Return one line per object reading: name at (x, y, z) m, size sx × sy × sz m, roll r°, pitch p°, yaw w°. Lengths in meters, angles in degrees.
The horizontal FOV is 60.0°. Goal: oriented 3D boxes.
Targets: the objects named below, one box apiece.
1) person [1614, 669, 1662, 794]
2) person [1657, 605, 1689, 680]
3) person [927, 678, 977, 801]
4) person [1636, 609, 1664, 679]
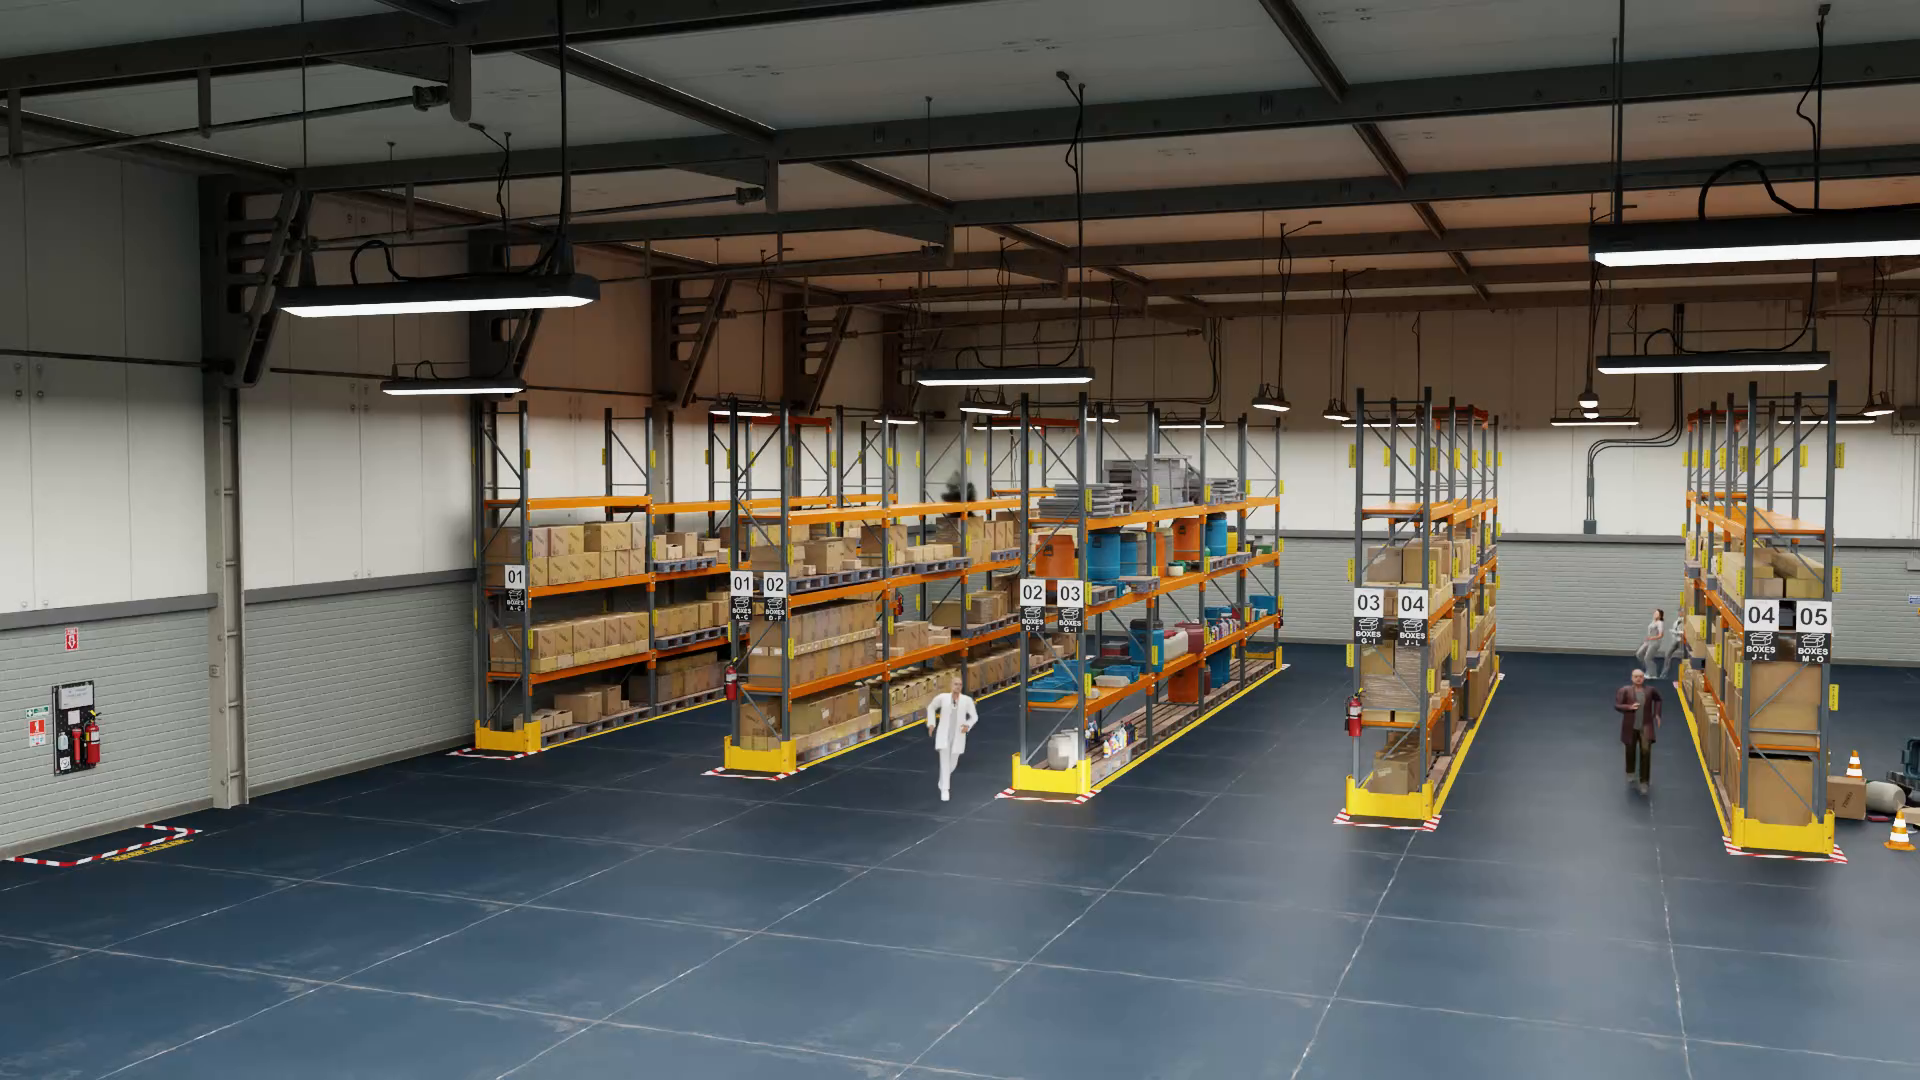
person at (10.280, 2.875, 25.231) m, size 0.679 × 1.838 × 0.860 m, roll 1°, pitch 3°, yaw 20°
person at (16.299, 2.330, 37.595) m, size 0.842 × 1.727 × 0.618 m, roll 0°, pitch 3°, yaw -6°
person at (-0.111, 2.934, 24.734) m, size 0.751 × 1.765 × 0.876 m, roll 0°, pitch 3°, yaw -4°
person at (15.651, 2.354, 37.655) m, size 0.525 × 1.611 × 0.596 m, roll 0°, pitch 3°, yaw 0°
